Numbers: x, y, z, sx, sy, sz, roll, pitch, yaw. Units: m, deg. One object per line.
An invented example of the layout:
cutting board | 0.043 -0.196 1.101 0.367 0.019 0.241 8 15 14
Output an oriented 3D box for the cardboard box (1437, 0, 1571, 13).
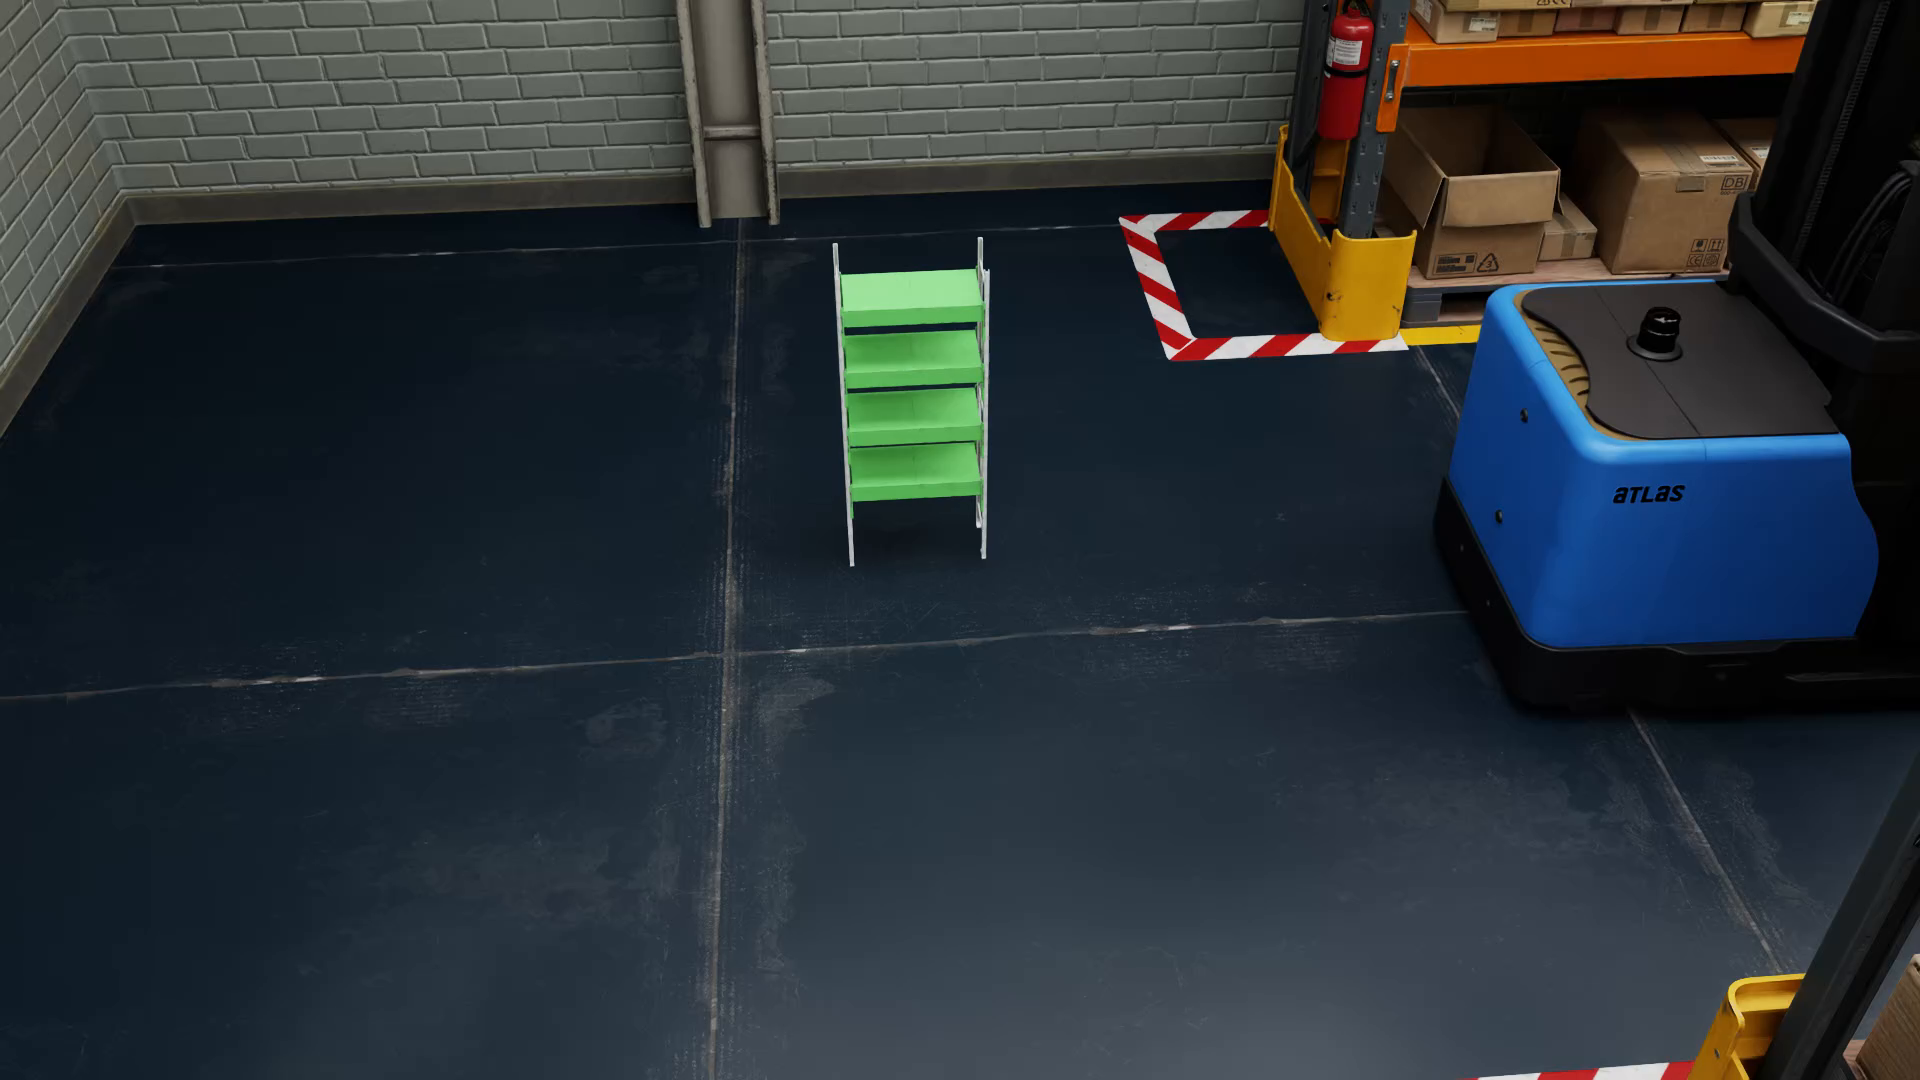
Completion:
cardboard box | 2.138 -2.334 6.667 0.500 0.250 0.500 -3 38 -4

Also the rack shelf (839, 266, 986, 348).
rack shelf | -0.165 -0.789 5.609 0.480 0.148 0.258 -3 38 -4

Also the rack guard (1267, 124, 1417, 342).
rack guard | 1.738 -1.440 7.672 0.348 0.500 1.175 -3 38 -4

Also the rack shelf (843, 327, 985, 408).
rack shelf | -0.165 -0.600 5.758 0.480 0.148 0.258 -3 38 -4

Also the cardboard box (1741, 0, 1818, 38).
cardboard box | 3.302 -2.208 6.829 0.250 0.149 0.380 -4 38 -5

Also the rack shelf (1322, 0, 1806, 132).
rack shelf | 3.654 -2.245 7.254 4.000 0.370 1.077 -3 38 -4

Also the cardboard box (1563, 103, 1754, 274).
cardboard box | 3.135 -1.599 7.534 0.500 0.500 0.700 -2 38 -2

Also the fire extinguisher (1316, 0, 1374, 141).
fire extinguisher | 1.557 -1.947 6.660 0.183 0.674 0.296 -3 38 -4

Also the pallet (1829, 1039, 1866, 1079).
pallet | 2.895 1.648 3.992 1.213 0.211 1.003 -3 38 -4

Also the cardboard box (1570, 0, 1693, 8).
cardboard box | 2.640 -2.362 6.703 0.500 0.250 0.500 -3 38 -3

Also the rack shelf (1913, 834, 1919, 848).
rack shelf | 4.098 0.818 3.373 4.000 0.370 1.077 -3 38 -4

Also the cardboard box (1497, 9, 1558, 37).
cardboard box | 2.263 -2.210 6.832 0.250 0.149 0.380 -2 38 -3

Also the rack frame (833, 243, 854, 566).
rack frame | -0.408 -0.449 5.850 0.015 1.200 0.240 -3 38 -4

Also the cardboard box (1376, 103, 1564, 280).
cardboard box | 2.280 -1.577 7.504 0.637 0.503 0.797 -5 39 -6

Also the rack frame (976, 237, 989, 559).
rack frame | 0.078 -0.475 5.884 0.015 1.200 0.240 -3 38 -4

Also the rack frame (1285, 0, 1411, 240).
rack frame | 1.662 -2.417 6.892 0.127 3.000 1.000 -3 38 -4

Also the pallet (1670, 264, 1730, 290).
pallet | 3.744 -1.436 7.900 1.213 0.211 1.003 -3 38 -4

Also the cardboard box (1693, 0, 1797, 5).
cardboard box | 3.145 -2.392 6.740 0.500 0.250 0.500 -4 38 -5

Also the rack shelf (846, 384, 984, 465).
rack shelf | -0.165 -0.412 5.906 0.480 0.148 0.258 -3 38 -4

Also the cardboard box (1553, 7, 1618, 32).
cardboard box | 2.522 -2.246 6.878 0.250 0.149 0.380 -4 38 -5

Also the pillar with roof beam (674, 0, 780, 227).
pillar with roof beam | -0.722 -2.525 2.185 0.400 9.000 9.100 -3 38 -4

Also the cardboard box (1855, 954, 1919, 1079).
cardboard box | 2.754 1.388 3.799 0.875 0.438 0.875 -4 38 -6

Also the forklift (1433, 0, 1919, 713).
forklift | 3.298 -0.929 5.062 3.031 2.935 1.130 -2 38 -3

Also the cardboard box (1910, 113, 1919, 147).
cardboard box | 4.169 -1.656 7.606 0.500 0.500 0.700 -5 38 -6

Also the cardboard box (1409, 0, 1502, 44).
cardboard box | 2.014 -2.168 6.778 0.250 0.149 0.380 -3 38 -4

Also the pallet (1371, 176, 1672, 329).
pallet | 2.532 -1.371 7.817 1.213 0.211 1.003 -3 38 -4

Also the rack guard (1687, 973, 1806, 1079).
rack guard | 2.082 1.628 3.784 0.348 0.500 1.175 -3 38 -4

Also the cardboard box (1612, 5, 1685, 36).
cardboard box | 2.779 -2.222 6.847 0.250 0.149 0.380 -2 38 -3

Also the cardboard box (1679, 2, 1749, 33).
cardboard box | 3.043 -2.240 6.870 0.250 0.149 0.380 -3 38 -3

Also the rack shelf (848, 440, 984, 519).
rack shelf | -0.165 -0.223 6.055 0.480 0.148 0.258 -3 38 -4

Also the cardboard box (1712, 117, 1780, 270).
cardboard box | 3.670 -1.566 7.492 0.500 0.500 0.500 -2 38 -3

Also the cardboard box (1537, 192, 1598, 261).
cardboard box | 2.706 -1.437 7.613 0.250 0.149 0.380 -5 39 -6

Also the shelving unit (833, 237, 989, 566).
shelving unit | -0.165 -0.462 5.867 0.503 1.200 0.258 -3 38 -4
